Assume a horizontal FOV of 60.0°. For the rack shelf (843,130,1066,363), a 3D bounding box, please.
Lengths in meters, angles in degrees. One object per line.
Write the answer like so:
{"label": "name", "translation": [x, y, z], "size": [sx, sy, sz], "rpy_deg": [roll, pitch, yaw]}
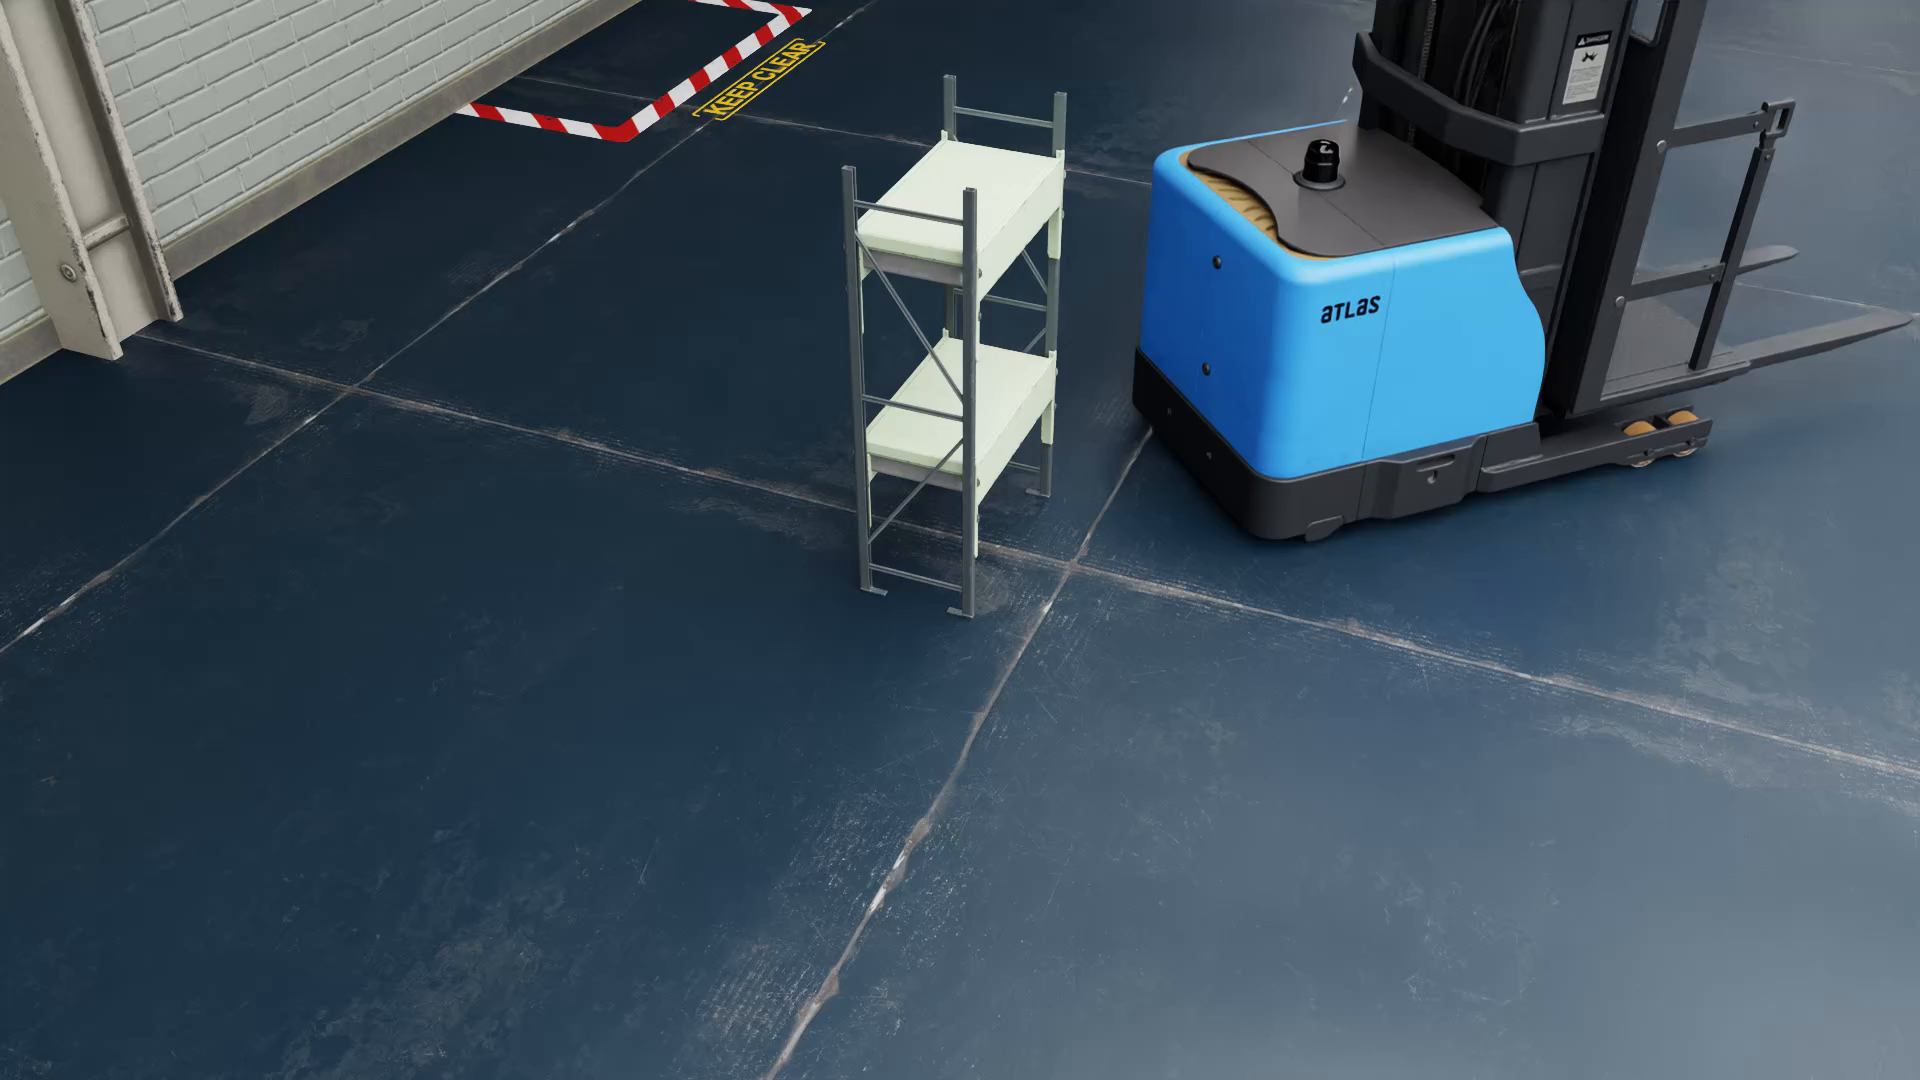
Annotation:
{"label": "rack shelf", "translation": [-0.003, -0.910, 5.062], "size": [0.431, 0.370, 0.720], "rpy_deg": [14, 39, 18]}

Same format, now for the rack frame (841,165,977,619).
{"label": "rack frame", "translation": [-0.142, -0.394, 5.025], "size": [0.400, 1.500, 0.023], "rpy_deg": [14, 39, 18]}

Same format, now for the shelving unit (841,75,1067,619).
{"label": "shelving unit", "translation": [-0.003, -0.597, 5.296], "size": [0.431, 1.500, 0.755], "rpy_deg": [14, 39, 18]}

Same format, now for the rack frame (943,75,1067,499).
{"label": "rack frame", "translation": [0.137, -0.800, 5.567], "size": [0.400, 1.500, 0.023], "rpy_deg": [14, 39, 18]}

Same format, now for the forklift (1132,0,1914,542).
{"label": "forklift", "translation": [2.225, -1.721, 5.605], "size": [3.031, 2.935, 1.130], "rpy_deg": [-13, 39, -17]}

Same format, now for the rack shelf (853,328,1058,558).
{"label": "rack shelf", "translation": [-0.003, -0.336, 5.491], "size": [0.431, 0.370, 0.720], "rpy_deg": [14, 39, 18]}

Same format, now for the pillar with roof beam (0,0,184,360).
{"label": "pillar with roof beam", "translation": [0.494, -3.494, 2.908], "size": [9.100, 9.000, 0.400], "rpy_deg": [14, 39, 18]}
